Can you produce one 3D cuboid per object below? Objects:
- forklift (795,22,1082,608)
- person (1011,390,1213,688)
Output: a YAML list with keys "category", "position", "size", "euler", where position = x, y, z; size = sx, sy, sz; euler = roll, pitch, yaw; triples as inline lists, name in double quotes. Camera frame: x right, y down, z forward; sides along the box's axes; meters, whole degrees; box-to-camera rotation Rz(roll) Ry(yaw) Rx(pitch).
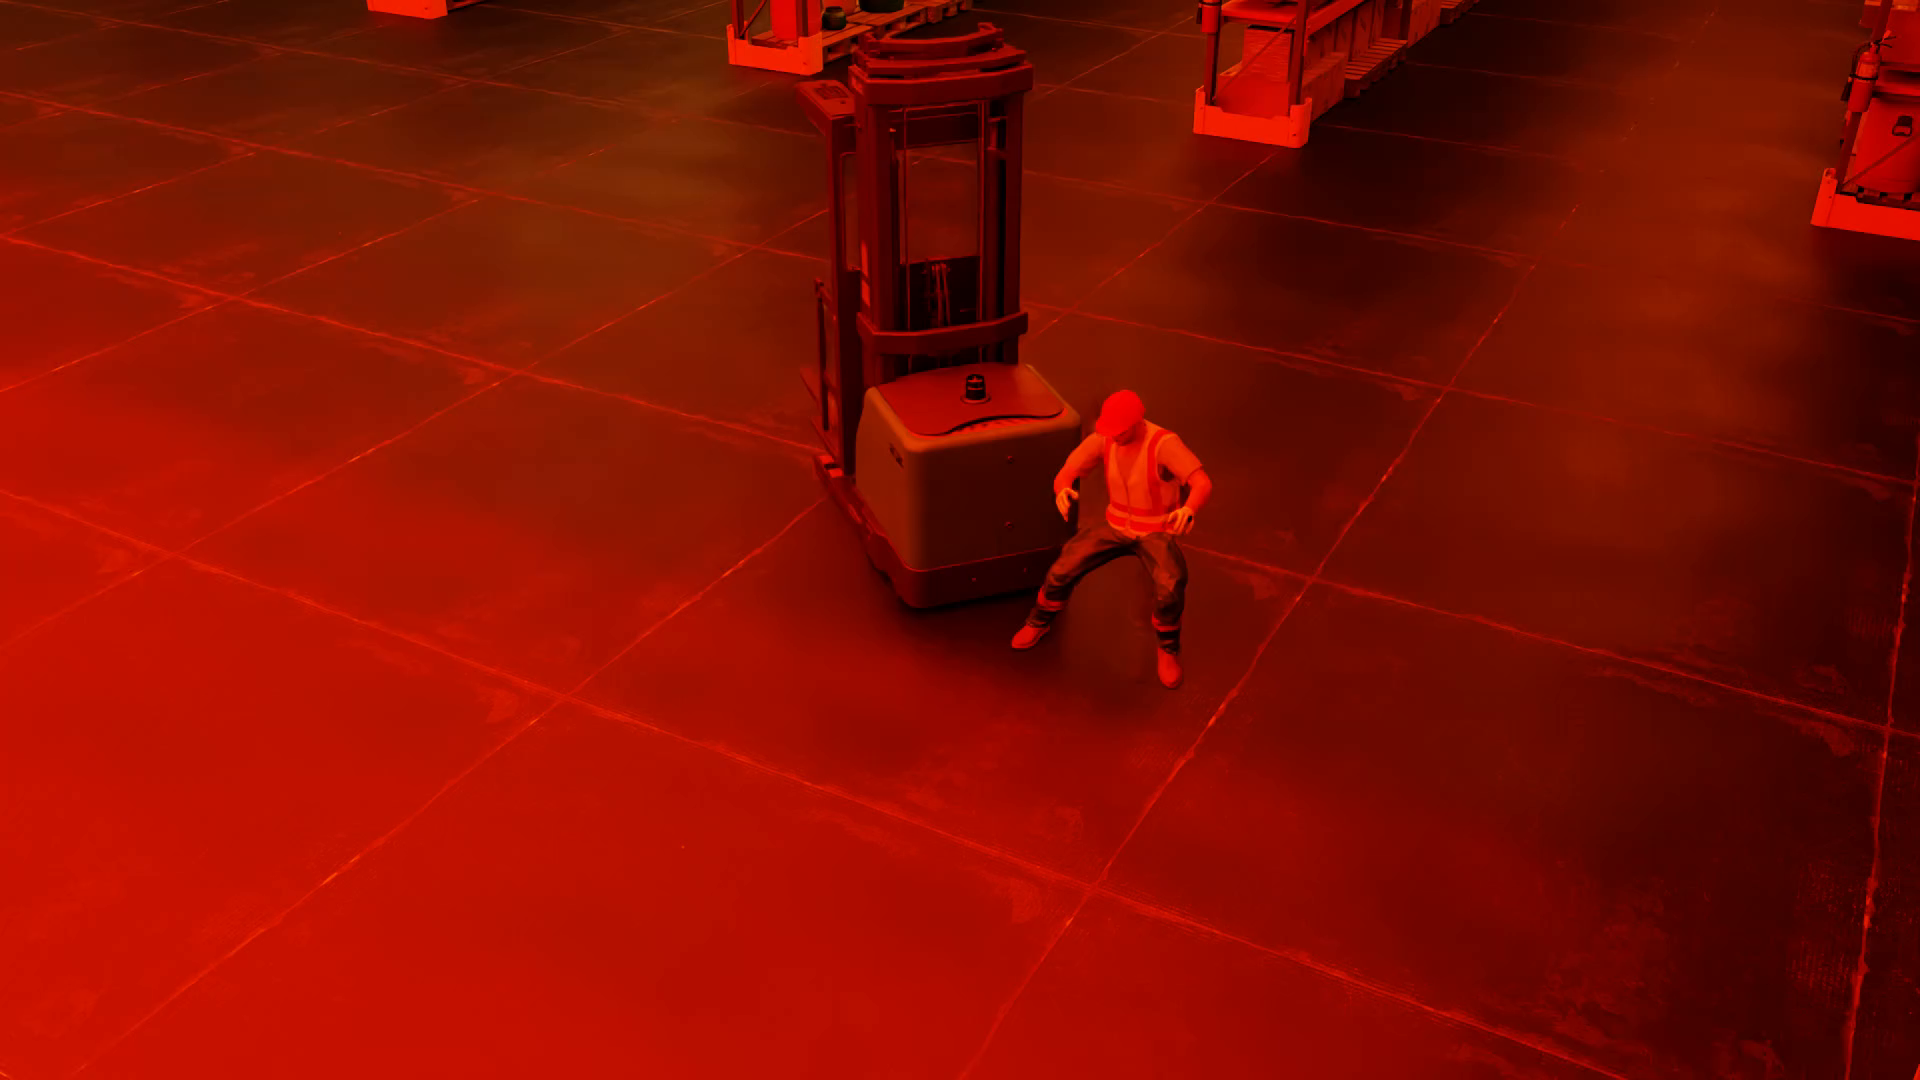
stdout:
- category: "forklift"
  position: [-0.295, -1.617, 9.872]
  size: [1.130, 2.935, 3.031]
  euler: [-10, 32, -17]
- category: "person"
  position: [0.818, -0.041, 8.555]
  size: [1.025, 1.520, 0.749]
  euler: [19, 35, 30]
